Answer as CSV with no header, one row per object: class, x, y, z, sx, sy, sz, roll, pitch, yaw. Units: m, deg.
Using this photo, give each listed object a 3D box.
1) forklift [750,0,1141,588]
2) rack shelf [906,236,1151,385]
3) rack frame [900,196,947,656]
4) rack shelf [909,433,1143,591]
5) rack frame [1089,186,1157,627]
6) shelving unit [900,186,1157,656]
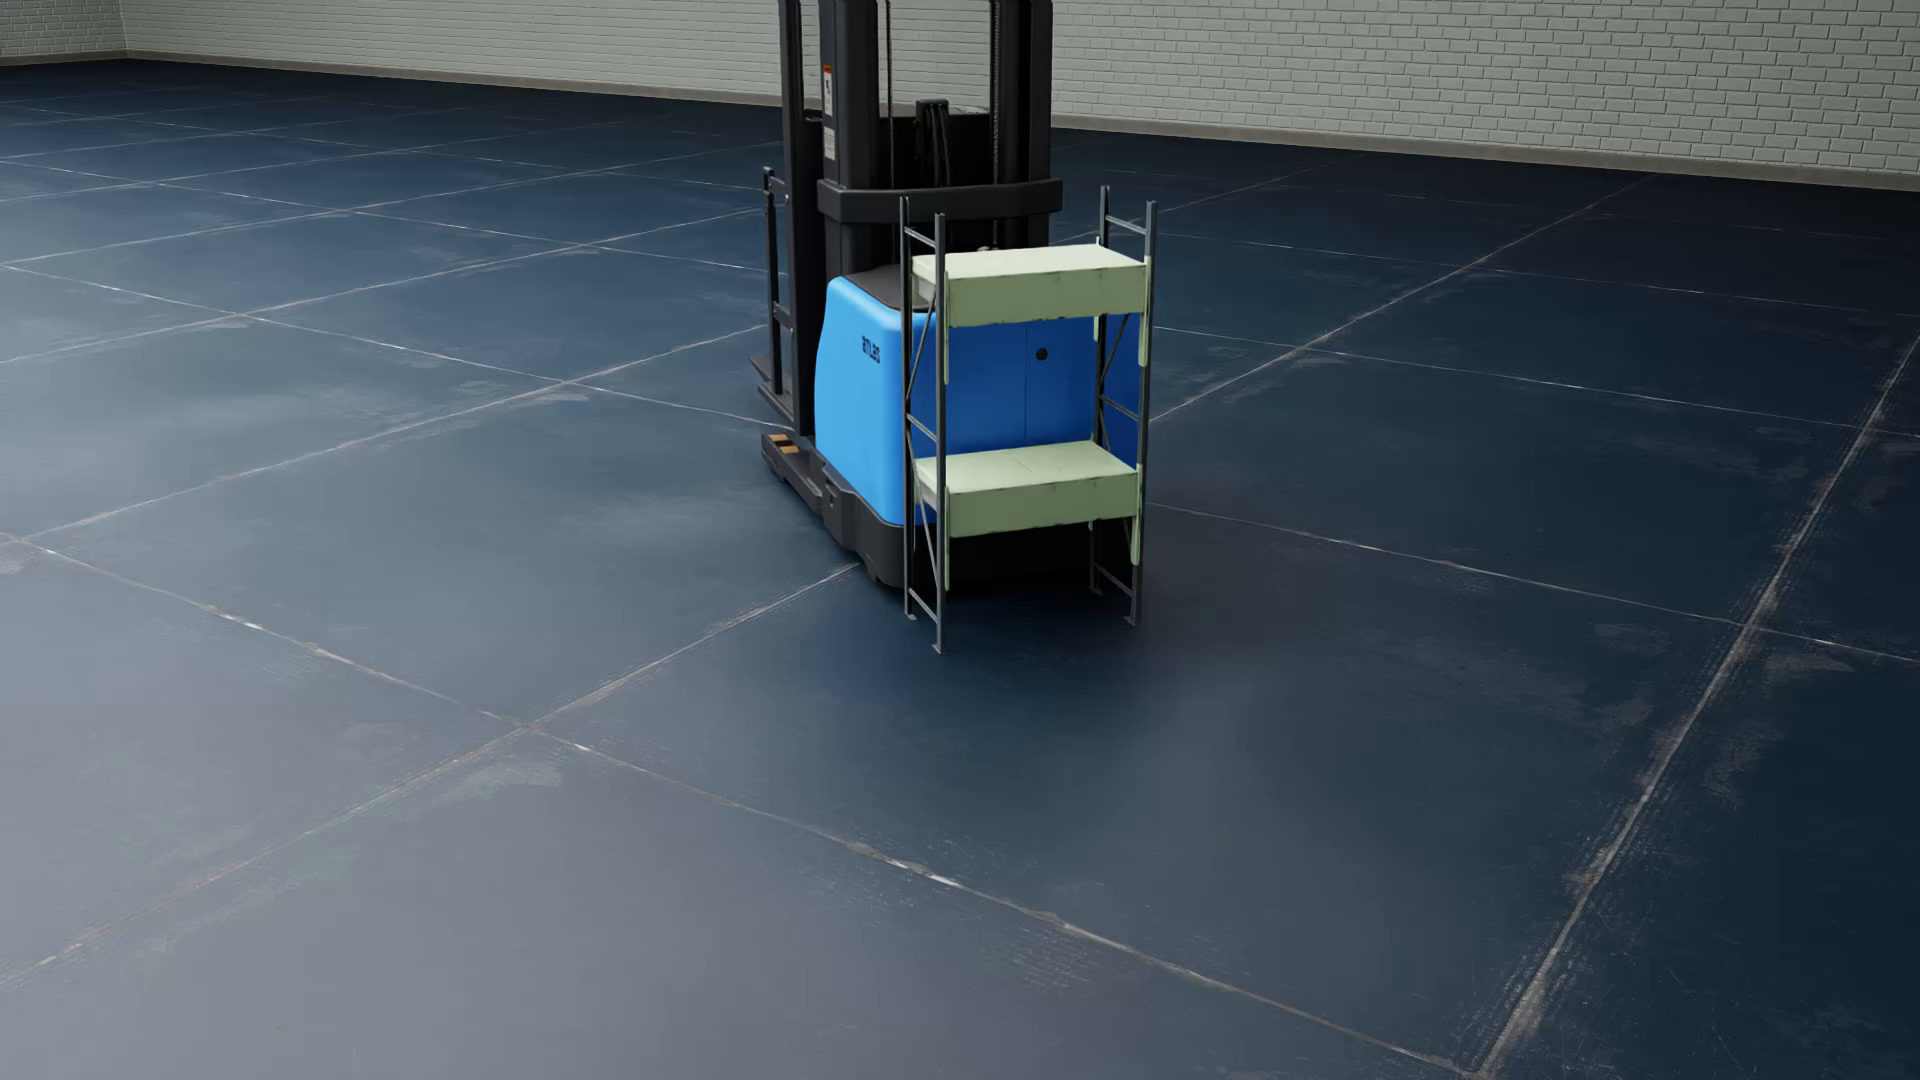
forklift,-0.271,-1.675,7.067,1.130,2.935,3.031,-7,21,-18
rack shelf,0.221,-0.782,5.591,0.720,0.370,0.431,-7,21,-18
rack frame,-0.124,-0.373,5.611,0.023,1.500,0.400,-7,21,-18
rack shelf,0.221,-0.110,5.840,0.720,0.370,0.431,-7,21,-18
rack frame,0.565,-0.458,5.842,0.023,1.500,0.400,-7,21,-18
shelving unit,0.221,-0.416,5.727,0.755,1.500,0.431,-7,21,-18
